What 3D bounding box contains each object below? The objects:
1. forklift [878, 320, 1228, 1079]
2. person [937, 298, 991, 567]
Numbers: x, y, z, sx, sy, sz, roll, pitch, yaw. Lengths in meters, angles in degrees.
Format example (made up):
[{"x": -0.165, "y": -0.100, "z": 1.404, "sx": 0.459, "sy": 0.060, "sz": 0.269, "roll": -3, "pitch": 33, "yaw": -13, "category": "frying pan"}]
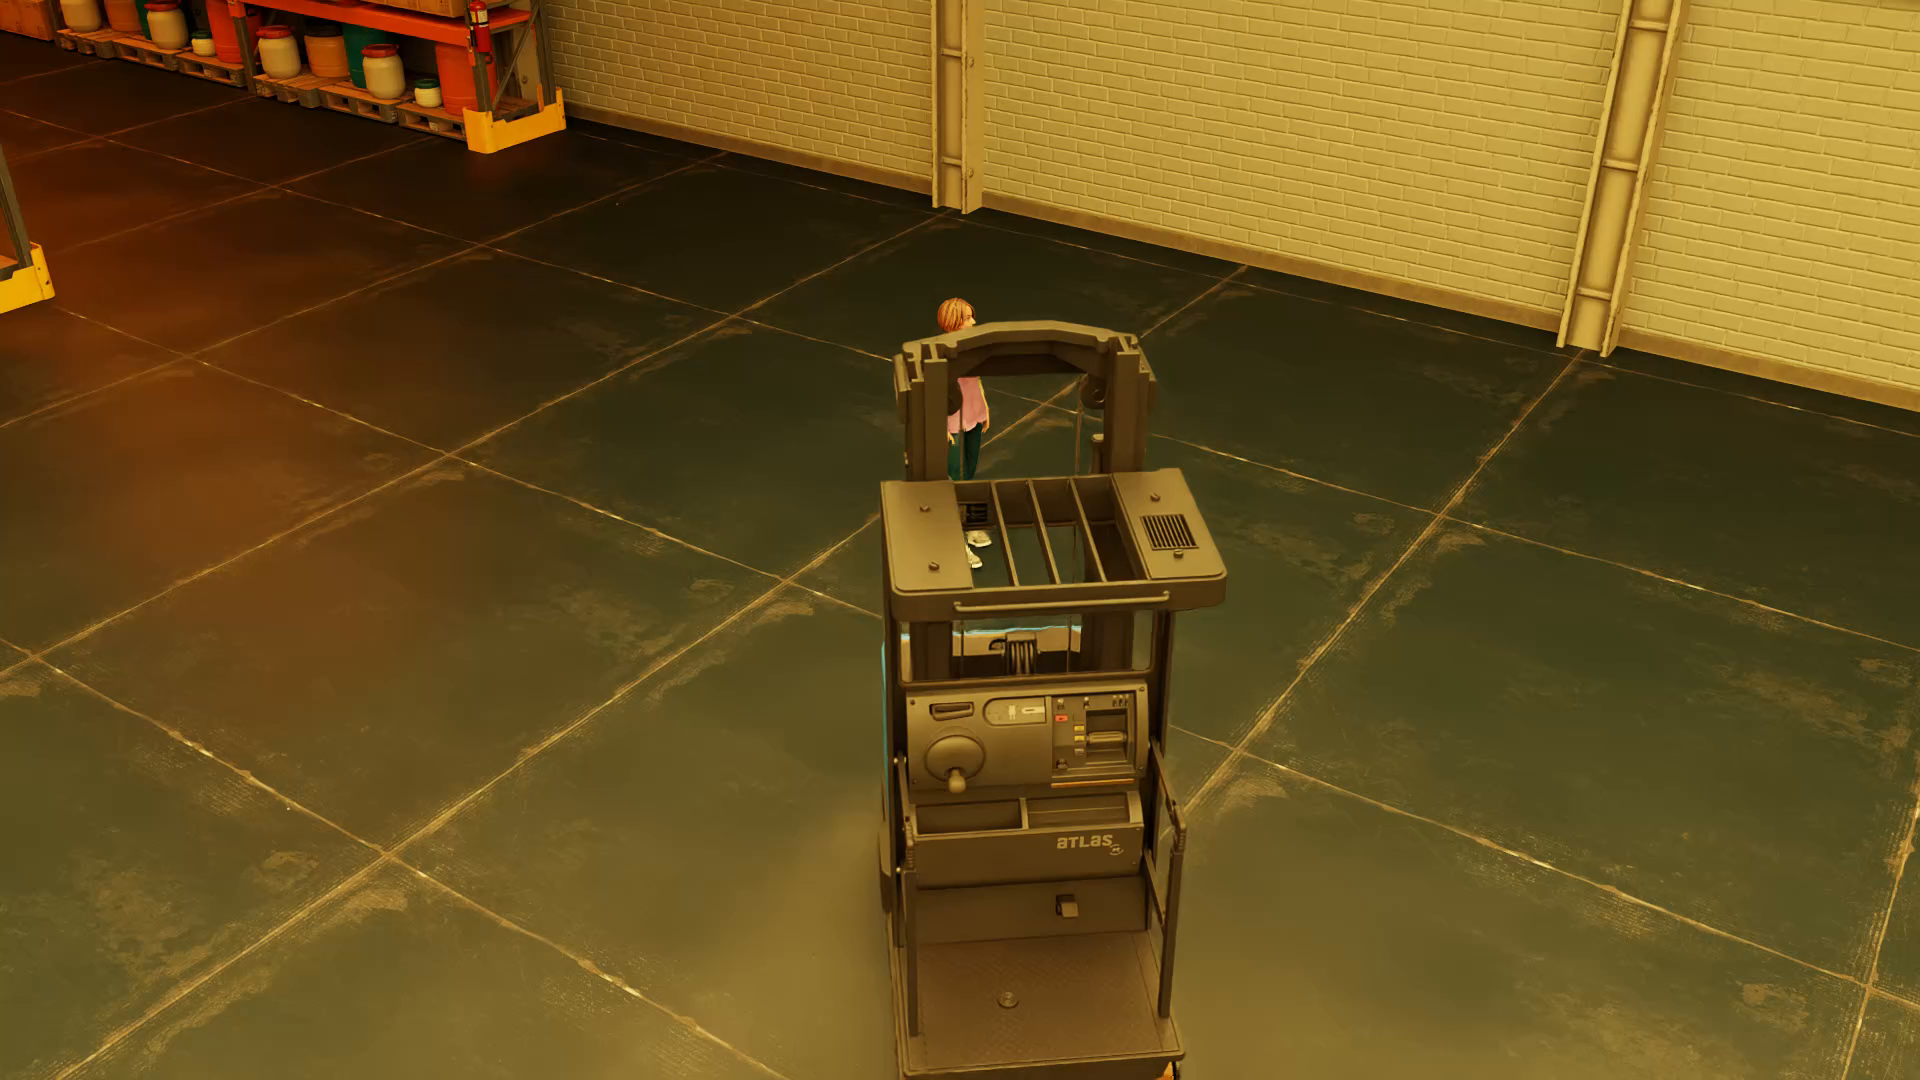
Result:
[{"x": 0.283, "y": 0.804, "z": 6.196, "sx": 1.130, "sy": 2.935, "sz": 3.031, "roll": -3, "pitch": 30, "yaw": -5, "category": "forklift"}, {"x": 0.054, "y": -0.670, "z": 10.050, "sx": 0.473, "sy": 1.599, "sz": 0.521, "roll": 19, "pitch": 35, "yaw": 29, "category": "person"}]
